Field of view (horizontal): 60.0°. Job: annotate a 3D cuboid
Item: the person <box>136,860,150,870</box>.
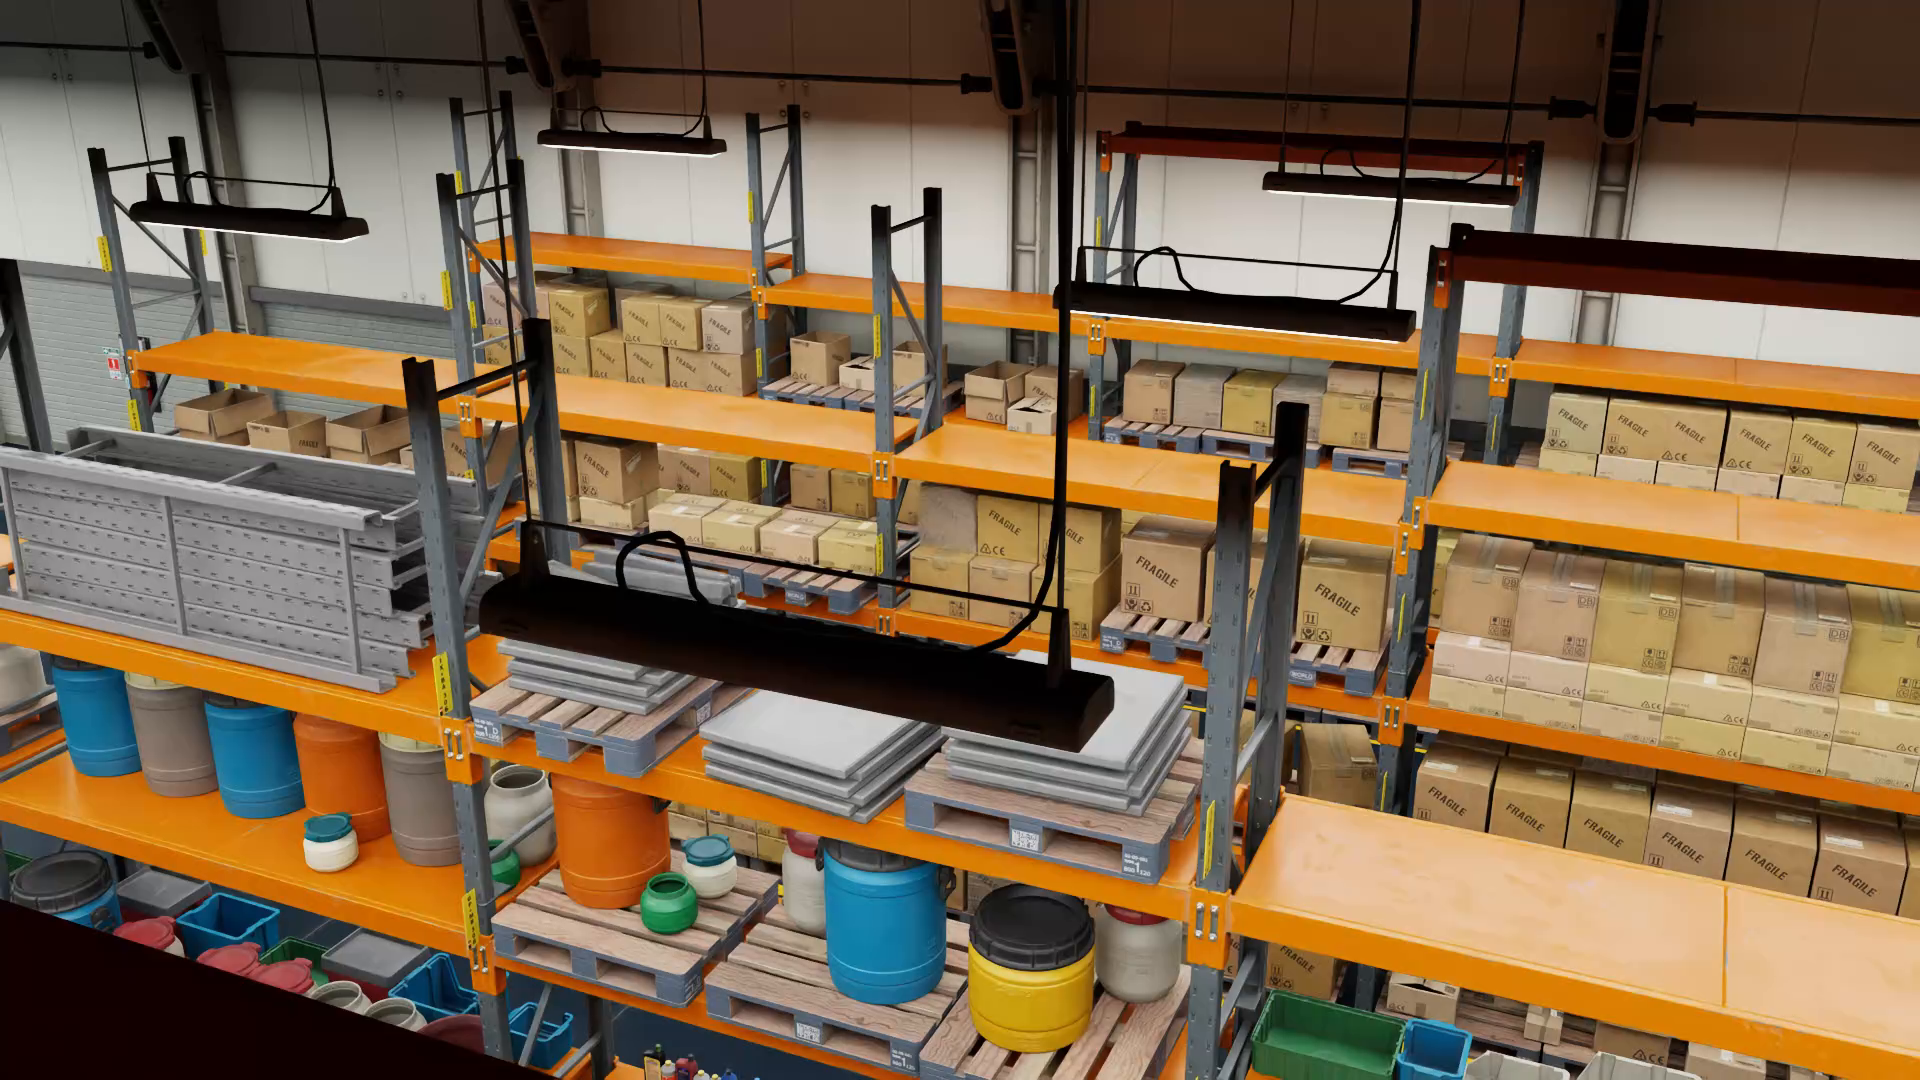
[{"bbox_3d":[-6.749,2.428,13.900,0.824,1.832,0.657,12,24,29],"label":"person"}]
